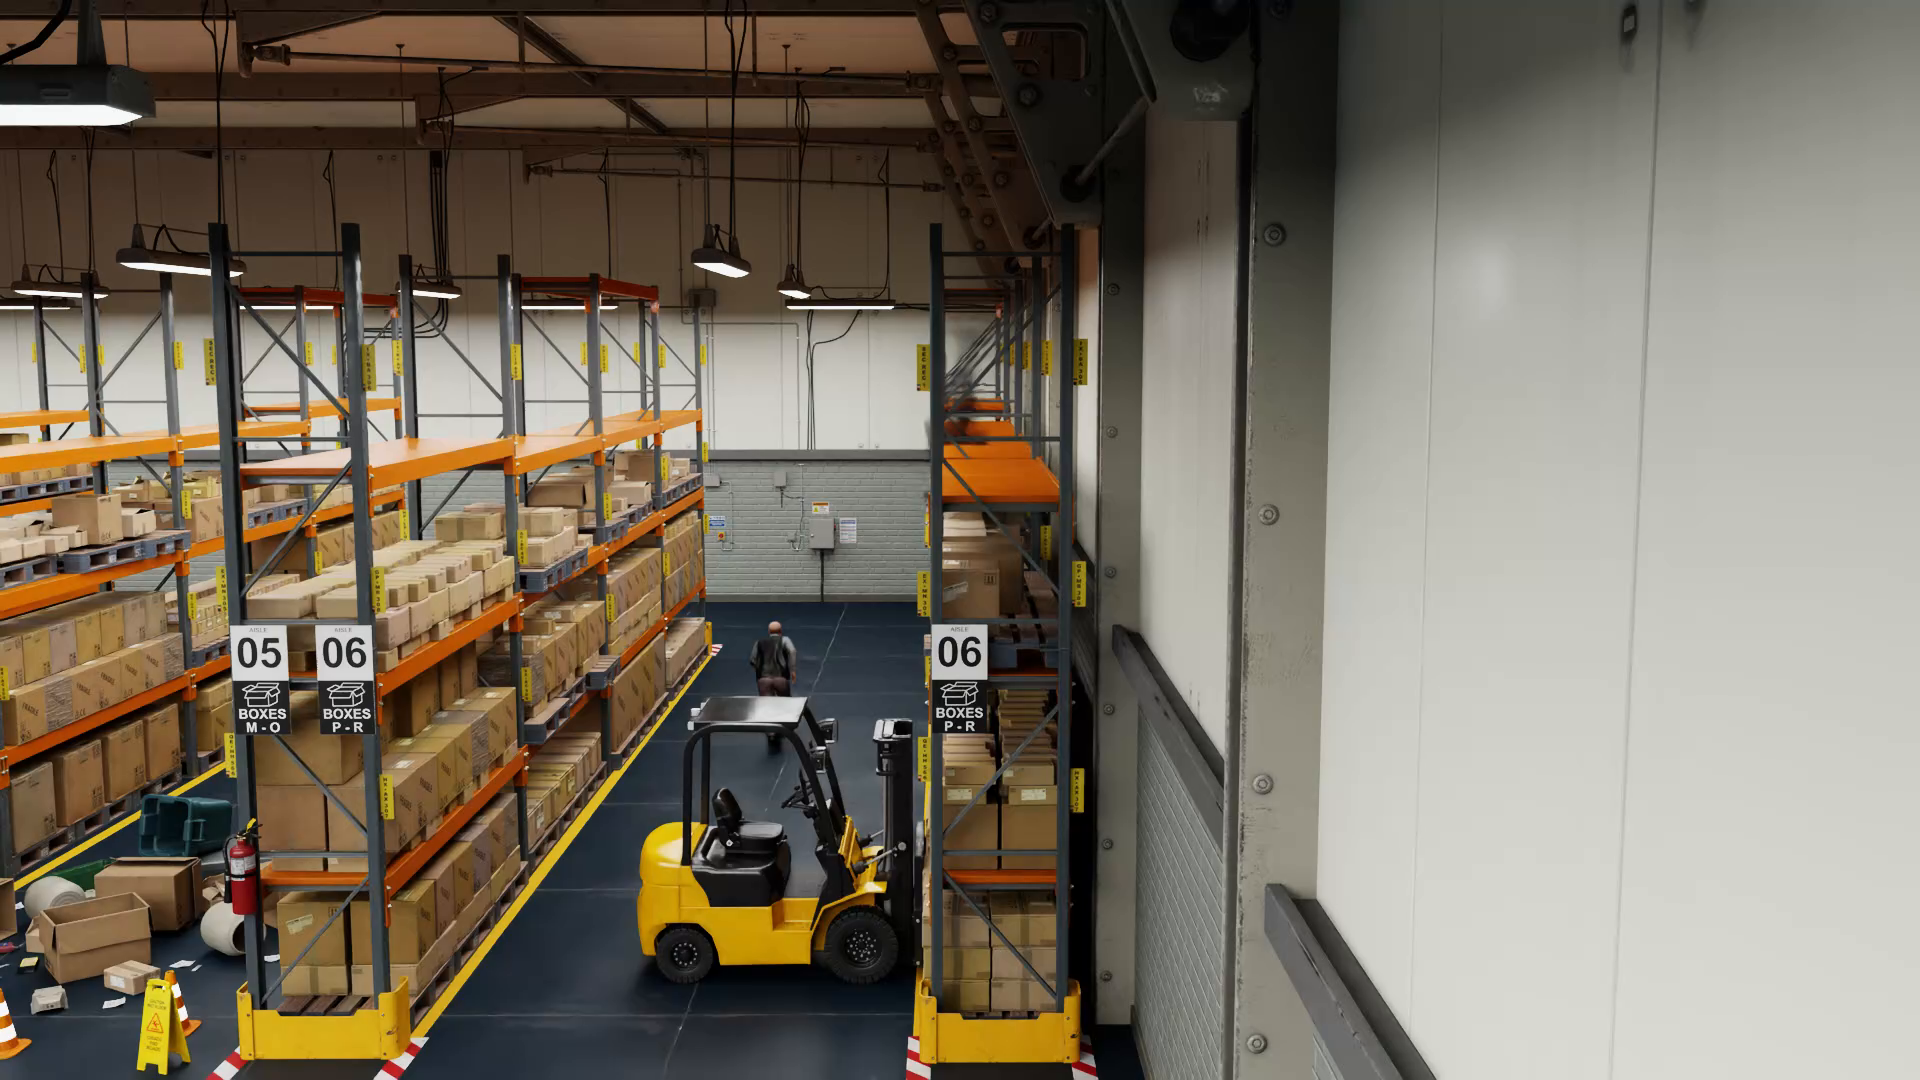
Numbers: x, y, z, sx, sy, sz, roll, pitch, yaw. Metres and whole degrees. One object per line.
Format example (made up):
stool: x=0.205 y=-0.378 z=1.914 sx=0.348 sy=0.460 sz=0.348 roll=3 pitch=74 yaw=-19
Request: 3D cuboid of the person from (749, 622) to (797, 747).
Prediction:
person: x=-2.446 y=1.900 z=21.622 sx=0.662 sy=1.556 sz=1.068 roll=0 pitch=7 yaw=2
